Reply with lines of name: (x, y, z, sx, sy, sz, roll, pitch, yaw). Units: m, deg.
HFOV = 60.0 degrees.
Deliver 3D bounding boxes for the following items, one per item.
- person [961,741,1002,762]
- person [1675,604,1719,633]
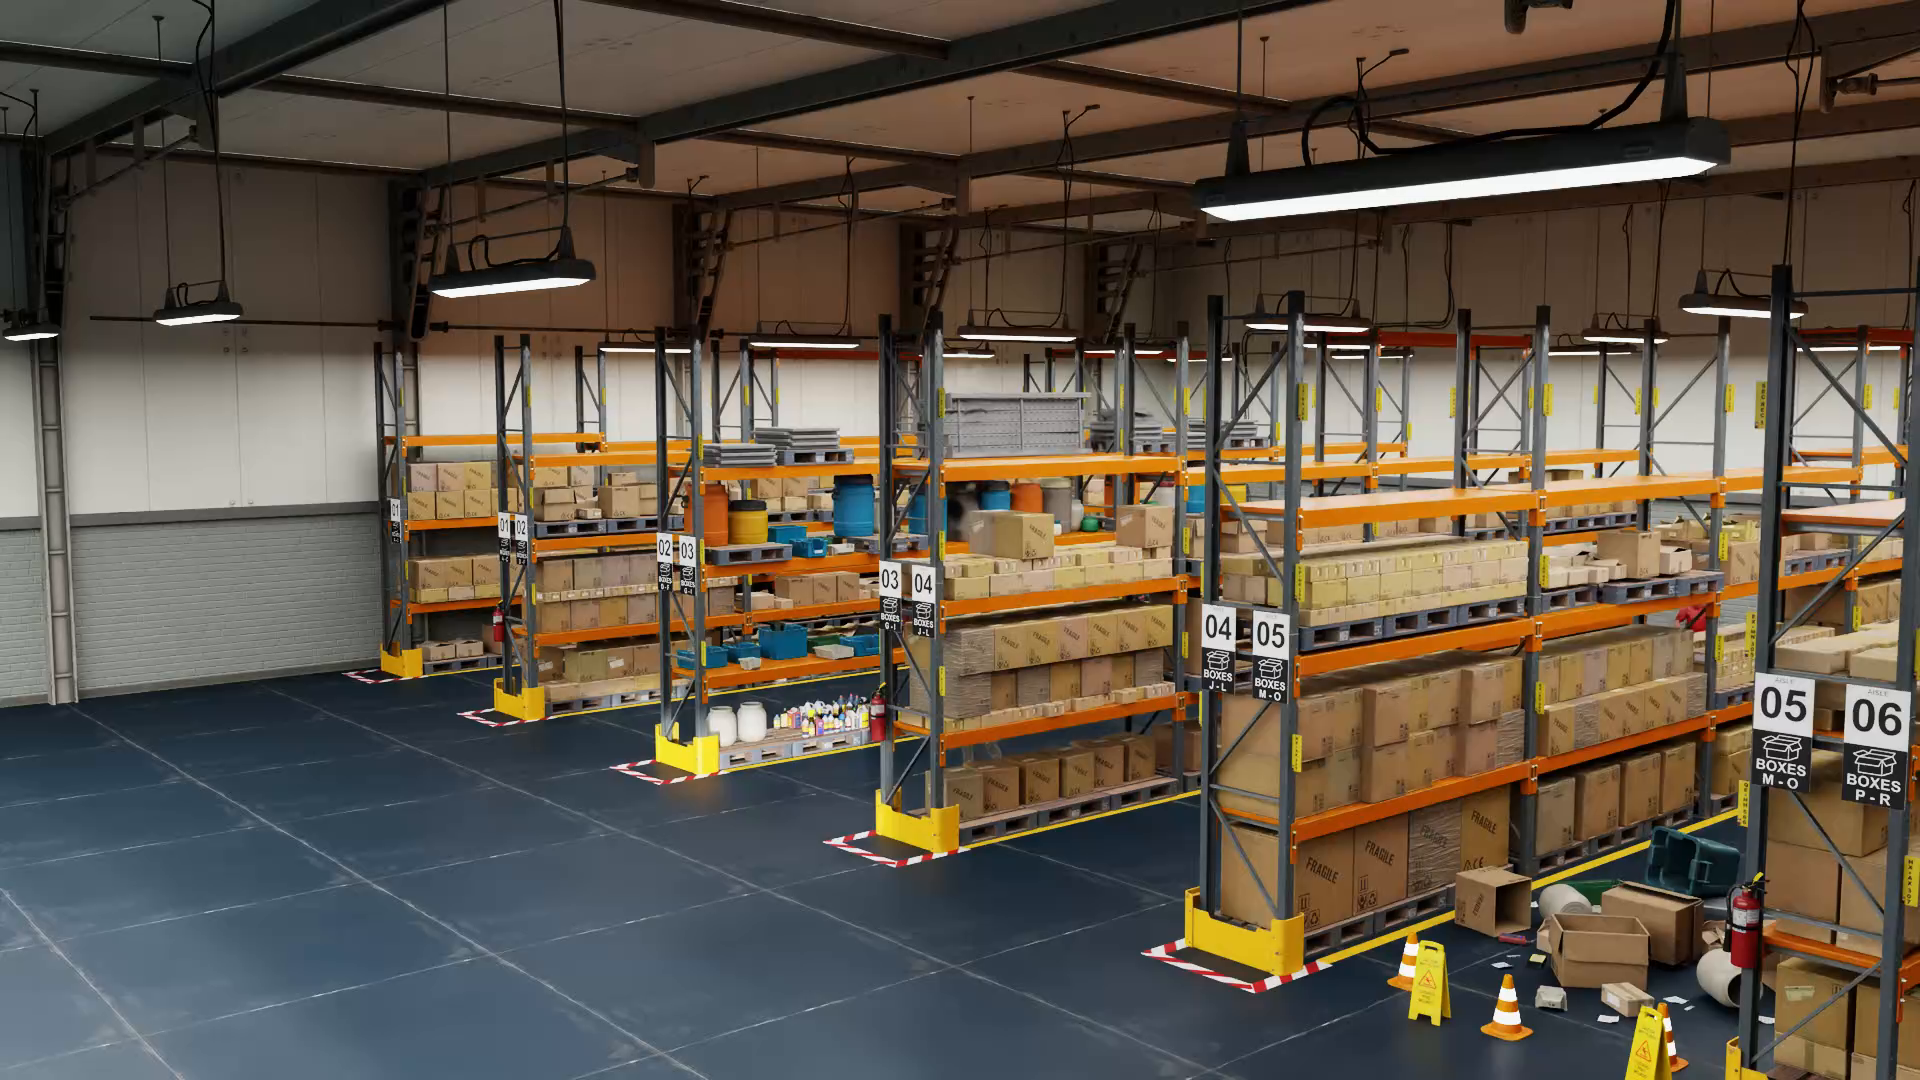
person: (0.272, 2.303, 21.665, 0.670, 1.843, 0.760, 5, 7, 42)
person: (12.793, 1.728, 28.717, 0.717, 1.674, 0.556, -1, 5, -8)
